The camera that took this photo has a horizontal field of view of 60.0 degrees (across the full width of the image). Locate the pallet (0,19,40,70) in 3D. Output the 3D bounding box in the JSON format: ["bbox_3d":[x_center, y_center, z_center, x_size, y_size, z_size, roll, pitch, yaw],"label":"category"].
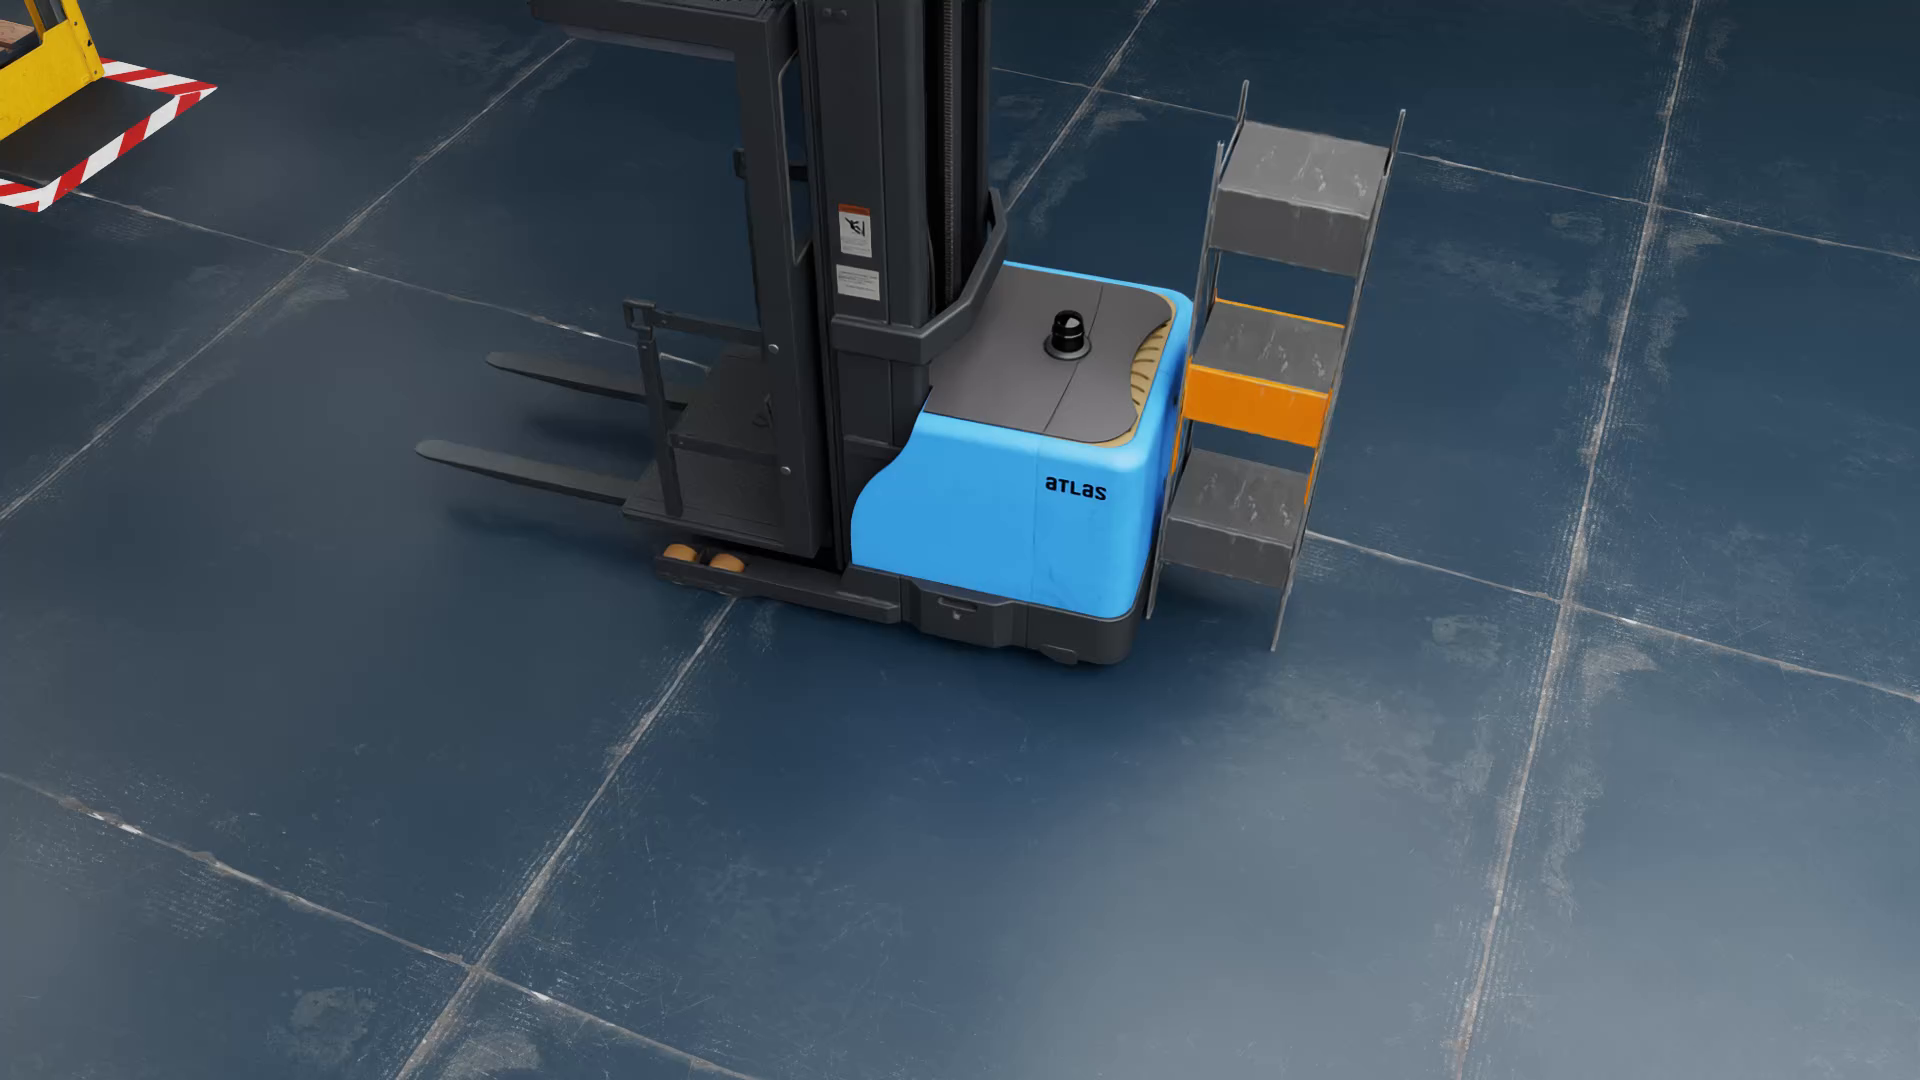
[{"bbox_3d":[-5.933,-2.640,9.254,1.213,0.211,1.003,16,47,16],"label":"pallet"}]

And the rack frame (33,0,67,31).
[{"bbox_3d":[-5.127,-3.364,8.004,0.127,3.000,1.000,16,47,16],"label":"rack frame"}]

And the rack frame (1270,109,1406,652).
[{"bbox_3d":[1.274,-0.448,5.711,0.015,2.100,0.400,14,47,12],"label":"rack frame"}]

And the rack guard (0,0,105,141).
[{"bbox_3d":[-5.197,-2.499,8.907,0.348,0.500,1.175,16,47,16],"label":"rack guard"}]

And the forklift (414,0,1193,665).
[{"bbox_3d":[-0.691,-1.166,5.844,3.031,2.935,1.130,12,46,12],"label":"forklift"}]

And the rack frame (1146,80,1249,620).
[{"bbox_3d":[0.811,-0.565,5.813,0.015,2.100,0.400,14,47,12],"label":"rack frame"}]

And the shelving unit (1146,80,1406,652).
[{"bbox_3d":[1.043,-0.507,5.762,0.503,2.100,0.431,14,47,12],"label":"shelving unit"}]

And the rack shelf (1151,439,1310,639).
[{"bbox_3d":[1.027,-0.005,6.270,0.480,0.518,0.431,14,47,12],"label":"rack shelf"}]

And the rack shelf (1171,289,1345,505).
[{"bbox_3d":[1.042,-0.497,5.772,0.480,0.518,0.431,14,47,12],"label":"rack shelf"}]

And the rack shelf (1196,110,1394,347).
[{"bbox_3d":[1.058,-0.989,5.275,0.480,0.518,0.431,14,47,12],"label":"rack shelf"}]
